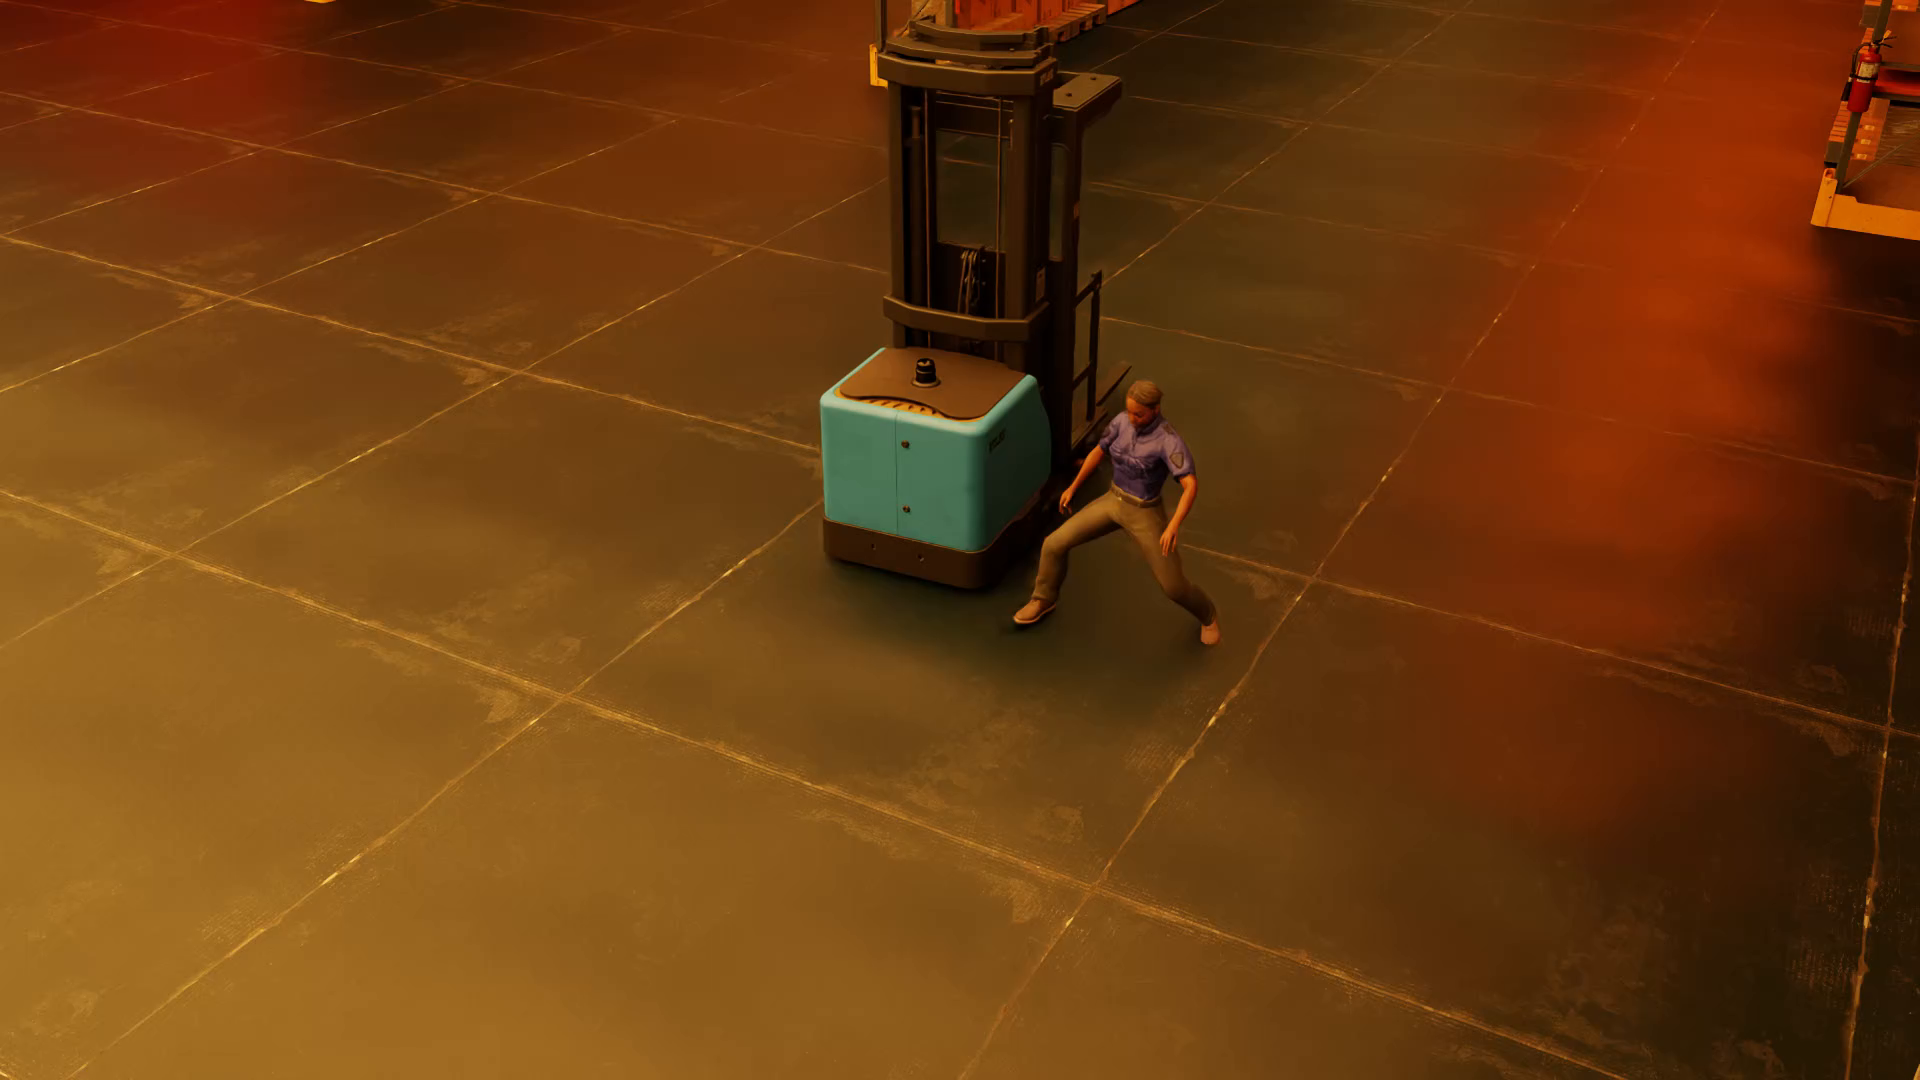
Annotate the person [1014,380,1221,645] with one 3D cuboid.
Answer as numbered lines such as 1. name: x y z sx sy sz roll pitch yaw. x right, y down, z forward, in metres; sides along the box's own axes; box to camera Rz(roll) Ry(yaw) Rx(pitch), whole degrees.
1. person: 0.905 -0.132 8.793 0.870 1.517 0.936 -25 38 -36

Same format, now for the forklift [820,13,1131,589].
1. forklift: 0.273 -1.708 10.029 1.130 2.935 3.031 13 32 21
